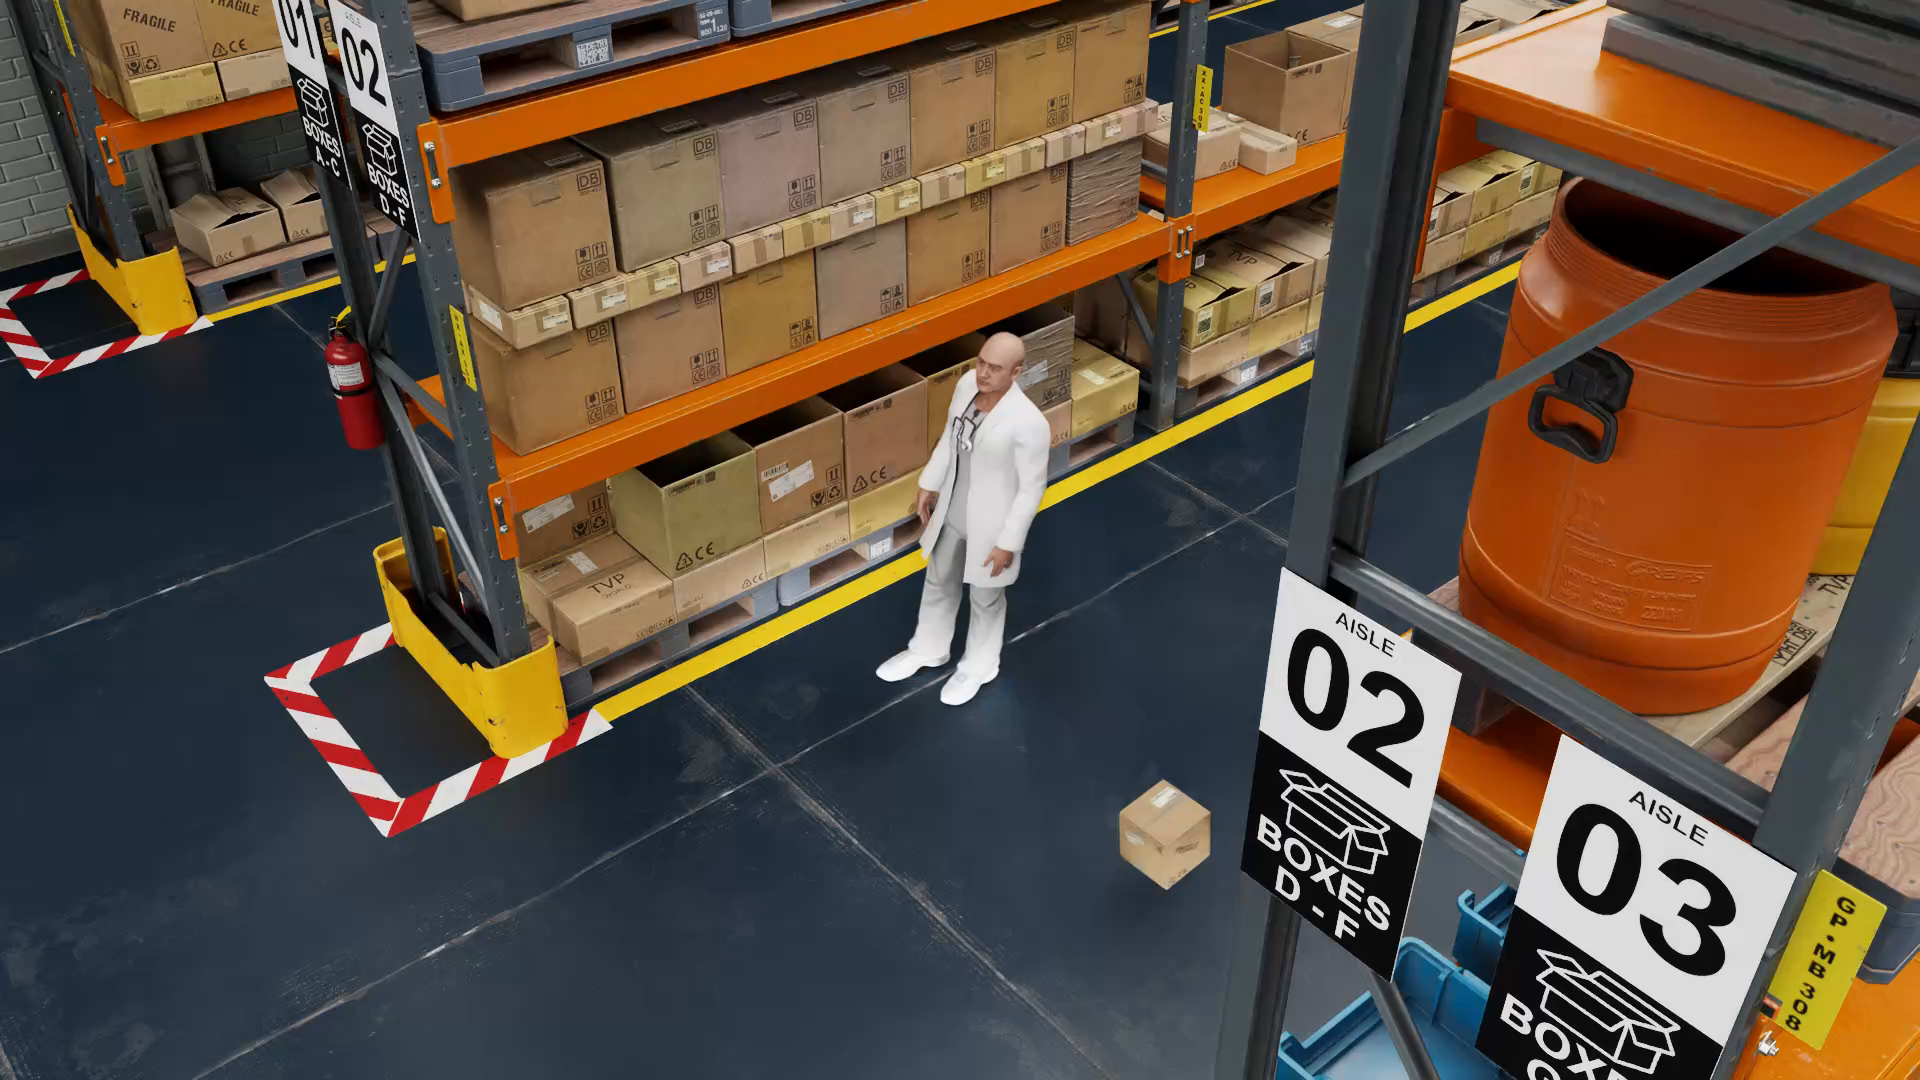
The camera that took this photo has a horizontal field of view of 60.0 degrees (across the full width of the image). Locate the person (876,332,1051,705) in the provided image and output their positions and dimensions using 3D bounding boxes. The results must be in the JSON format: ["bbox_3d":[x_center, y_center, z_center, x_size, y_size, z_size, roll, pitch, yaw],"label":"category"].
[{"bbox_3d":[0.018,-0.057,7.160,0.580,1.776,0.645,-26,43,-32],"label":"person"}]
